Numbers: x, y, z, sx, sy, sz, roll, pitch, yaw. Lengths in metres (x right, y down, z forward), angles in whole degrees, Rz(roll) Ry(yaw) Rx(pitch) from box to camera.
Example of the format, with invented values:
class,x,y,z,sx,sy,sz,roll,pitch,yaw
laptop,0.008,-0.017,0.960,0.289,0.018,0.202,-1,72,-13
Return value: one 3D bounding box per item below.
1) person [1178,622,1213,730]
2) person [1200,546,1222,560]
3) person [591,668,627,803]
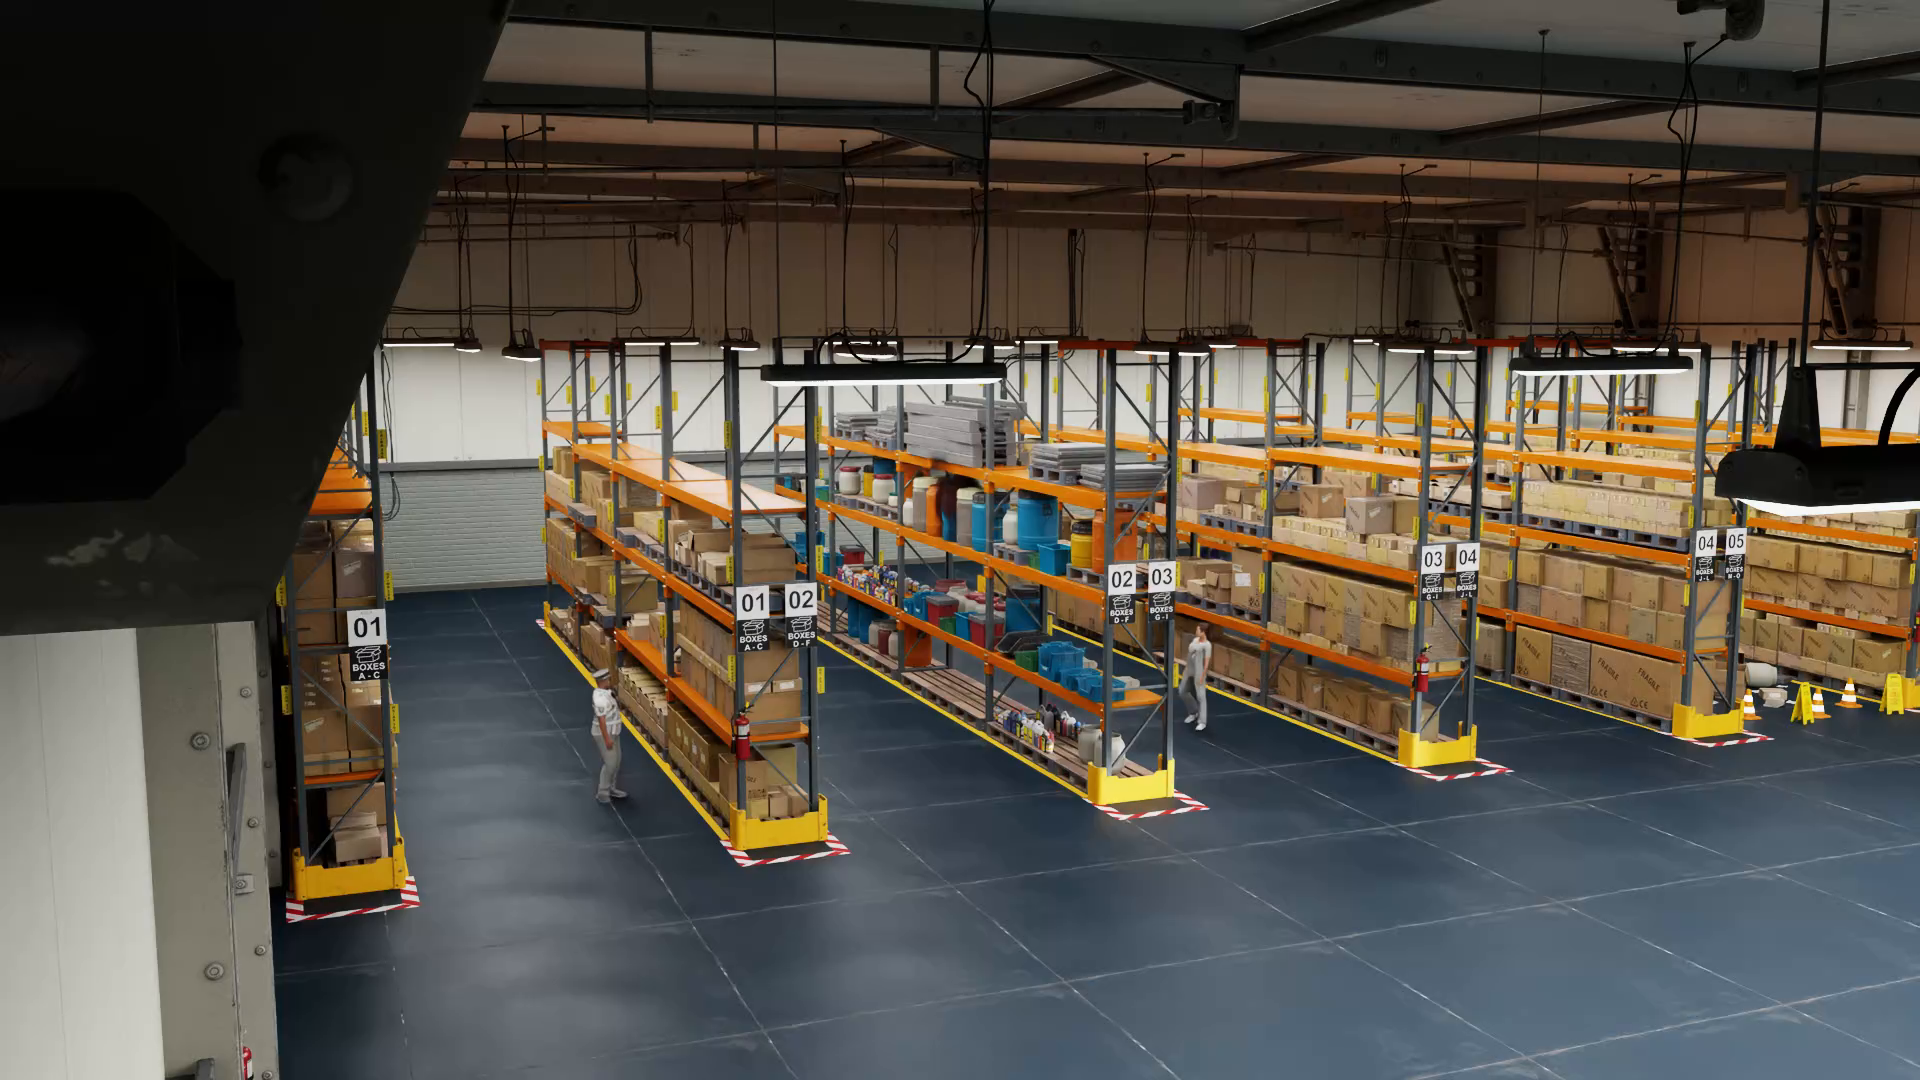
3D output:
class,x,y,z,sx,sy,sz,roll,pitch,yaw
person,3.724,2.110,26.121,0.459,1.667,0.543,-6,10,-39
person,6.321,0.084,41.946,0.973,1.594,0.588,-1,8,-8
person,-4.700,2.628,22.238,0.441,1.859,0.614,0,7,2
